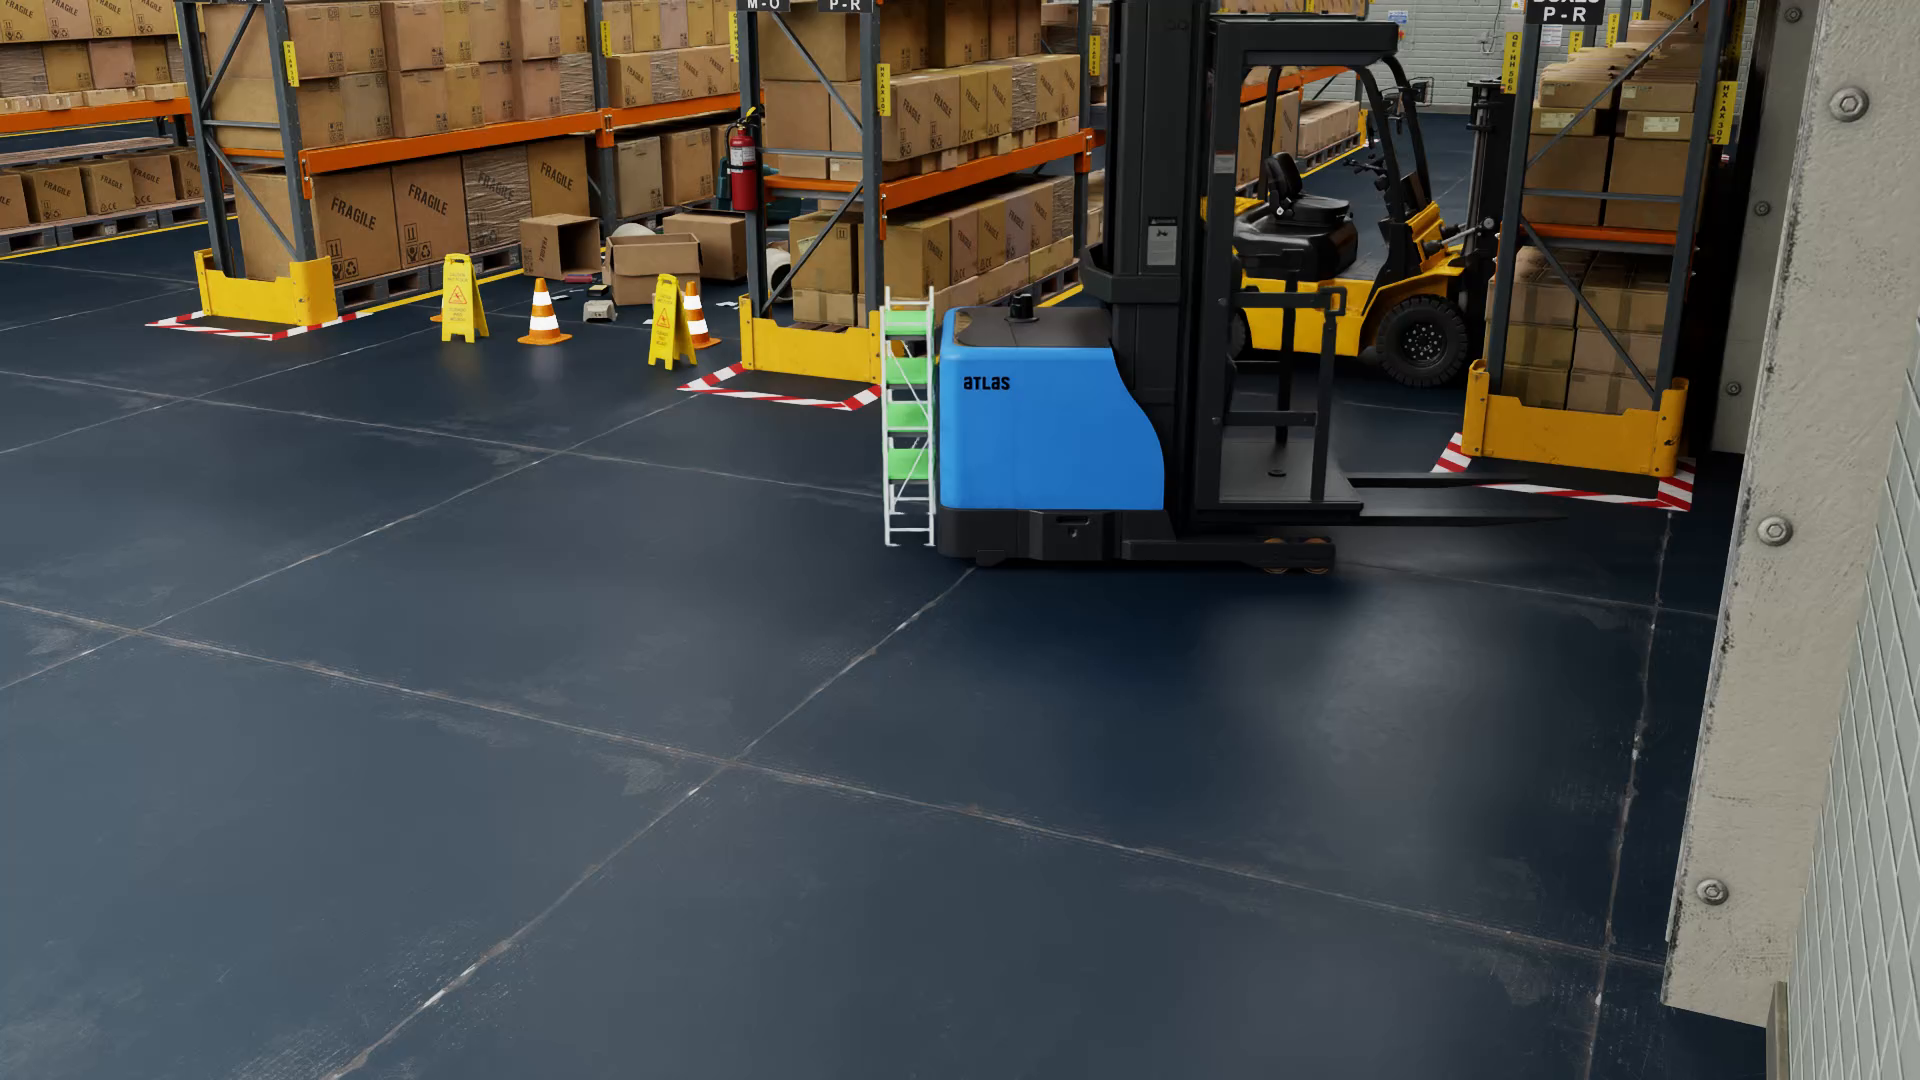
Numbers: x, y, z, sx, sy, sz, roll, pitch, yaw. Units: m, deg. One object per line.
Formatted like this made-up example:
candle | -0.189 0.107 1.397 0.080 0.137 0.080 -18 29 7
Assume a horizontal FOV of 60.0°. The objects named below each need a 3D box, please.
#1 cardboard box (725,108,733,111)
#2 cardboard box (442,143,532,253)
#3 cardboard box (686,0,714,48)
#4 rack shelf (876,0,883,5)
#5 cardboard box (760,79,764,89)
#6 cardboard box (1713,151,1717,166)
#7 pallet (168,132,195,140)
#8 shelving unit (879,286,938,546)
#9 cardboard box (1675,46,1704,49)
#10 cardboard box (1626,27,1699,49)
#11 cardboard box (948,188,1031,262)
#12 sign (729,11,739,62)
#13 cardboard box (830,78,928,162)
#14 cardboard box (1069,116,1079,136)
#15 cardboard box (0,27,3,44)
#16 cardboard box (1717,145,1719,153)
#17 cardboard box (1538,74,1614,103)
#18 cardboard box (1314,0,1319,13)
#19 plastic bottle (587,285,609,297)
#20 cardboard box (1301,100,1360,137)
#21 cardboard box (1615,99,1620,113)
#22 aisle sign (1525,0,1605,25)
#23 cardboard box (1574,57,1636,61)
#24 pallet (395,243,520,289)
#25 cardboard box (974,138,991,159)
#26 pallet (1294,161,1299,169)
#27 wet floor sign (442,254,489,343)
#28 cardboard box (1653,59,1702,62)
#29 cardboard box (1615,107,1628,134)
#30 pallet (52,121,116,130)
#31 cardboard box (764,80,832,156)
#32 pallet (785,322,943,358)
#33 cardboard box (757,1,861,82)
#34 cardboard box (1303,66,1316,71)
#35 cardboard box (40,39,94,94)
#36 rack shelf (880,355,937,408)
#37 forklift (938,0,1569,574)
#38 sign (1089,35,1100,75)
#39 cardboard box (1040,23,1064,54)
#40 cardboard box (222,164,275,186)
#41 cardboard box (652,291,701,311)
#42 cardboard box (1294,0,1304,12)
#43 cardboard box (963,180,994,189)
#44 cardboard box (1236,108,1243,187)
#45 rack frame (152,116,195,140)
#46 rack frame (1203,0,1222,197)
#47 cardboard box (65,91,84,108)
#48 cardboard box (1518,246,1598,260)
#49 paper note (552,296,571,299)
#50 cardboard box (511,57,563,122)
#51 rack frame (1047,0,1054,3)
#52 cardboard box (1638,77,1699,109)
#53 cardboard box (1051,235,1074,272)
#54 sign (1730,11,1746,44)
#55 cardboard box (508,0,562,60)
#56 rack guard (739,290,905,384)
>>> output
cardboard box | -4.042 -7.539 27.597 0.875 0.875 0.875 9 21 23
cardboard box | -4.598 -3.185 15.355 0.875 0.875 0.875 9 21 23
cardboard box | -3.089 -5.584 17.915 0.700 0.500 0.500 8 21 22
rack shelf | -0.172 -4.262 12.435 1.077 0.370 4.000 9 21 23
cardboard box | -2.418 -5.390 18.862 0.500 0.500 0.500 9 21 23
cardboard box | 7.446 -3.861 16.849 0.380 0.149 0.250 9 22 24
pallet | -10.990 -5.994 24.870 1.003 0.211 1.213 9 21 23
shelving unit | -0.250 -0.620 8.281 0.258 1.200 0.503 0 20 1
cardboard box | 6.699 -4.401 15.113 0.380 0.149 0.250 9 21 23
cardboard box | 7.314 -5.112 17.450 0.797 0.503 0.637 8 21 21
cardboard box | 0.235 -2.525 13.312 0.500 0.500 0.500 10 22 26
sign | -1.490 -3.353 11.083 0.100 0.325 0.005 9 21 23
cardboard box | -0.544 -2.870 11.332 0.500 0.500 0.500 8 21 22
cardboard box | 0.793 -3.540 14.185 0.380 0.149 0.250 8 21 22
cardboard box | -9.347 -4.877 15.482 0.500 0.500 0.500 9 21 23
cardboard box | 8.310 -4.243 18.890 0.500 0.500 0.500 8 21 20
cardboard box | 3.566 -2.607 9.624 0.380 0.149 0.250 9 21 23
cardboard box | 4.338 -6.875 21.545 0.500 0.500 0.500 9 21 23
plastic bottle | -3.099 -2.145 14.272 0.133 0.061 0.283 1 20 4
cardboard box | 5.381 -6.242 24.605 0.875 0.438 0.875 8 21 21
cardboard box | 4.112 -2.853 10.759 0.380 0.149 0.250 8 21 22
aisle sign | 3.244 -3.141 8.808 0.394 0.787 0.004 9 21 23
cardboard box | 4.320 -3.150 11.152 0.380 0.149 0.250 8 21 22
pallet | -4.792 -2.537 15.151 1.003 0.211 1.213 9 21 23
cardboard box | 0.019 -3.003 12.673 0.380 0.149 0.250 8 21 21
pallet | 3.675 -4.684 21.188 1.003 0.211 1.213 9 21 23
wet floor sign | -3.754 -1.834 12.527 0.267 0.644 0.232 5 20 13
cardboard box | 4.768 -3.086 10.970 0.380 0.149 0.250 8 21 22
cardboard box | 3.957 -2.401 9.489 0.380 0.149 0.250 9 21 23
pallet | -14.951 -7.022 27.763 1.003 0.211 1.213 9 21 23
cardboard box | -1.021 -2.967 11.605 0.500 0.500 0.500 8 21 22
pallet | -0.595 -1.529 12.316 1.003 0.211 1.213 9 21 23
cardboard box | -0.981 -3.420 11.388 0.700 0.500 0.500 8 21 21
cardboard box | 4.354 -6.399 21.699 0.500 0.500 0.500 9 22 24
cardboard box | -9.227 -4.755 16.632 0.875 0.500 0.500 9 21 23
rack shelf | -0.251 -0.786 8.222 0.258 0.148 0.480 0 20 1
forklift | 1.414 -1.399 7.890 3.031 2.935 1.130 0 20 1
sign | 1.145 -4.134 14.189 0.100 0.325 0.005 9 21 23
cardboard box | 0.626 -4.357 14.885 0.500 0.500 0.500 8 21 22
cardboard box | -8.123 -4.373 19.225 0.700 0.500 0.500 7 21 19
cardboard box | -2.298 -1.910 13.481 0.250 0.149 0.380 -14 24 -33
cardboard box | 3.969 -6.591 20.748 0.500 0.500 0.500 9 22 24
cardboard box | -0.050 -2.746 13.934 0.500 0.500 0.500 9 22 25
cardboard box | 2.643 -4.418 18.822 0.875 0.875 0.875 8 21 22
rack frame | -11.275 -7.061 23.709 1.000 3.000 0.127 9 21 23
rack frame | 2.285 -5.022 17.975 1.000 3.000 0.127 9 21 23
cardboard box | -9.014 -4.412 16.635 0.380 0.149 0.250 9 21 23
cardboard box | 3.844 -1.766 10.804 0.500 0.250 0.500 9 21 23
paper note | -3.375 -2.058 14.076 0.144 0.017 0.142 18 26 41
cardboard box | -4.256 -4.232 15.531 0.875 0.550 0.550 9 21 23
rack frame | 1.003 -8.115 26.674 1.000 3.000 0.127 9 21 23
cardboard box | 4.037 -2.535 9.422 0.380 0.149 0.250 9 22 25
cardboard box | 0.650 -2.483 14.315 0.500 0.250 0.500 10 22 25
sign | 7.322 -4.812 15.658 0.100 0.325 0.005 9 21 23
cardboard box | -4.212 -4.734 15.332 0.875 0.550 0.550 9 21 23
rack guard | -0.960 -1.421 11.583 1.175 0.500 0.348 9 21 23
